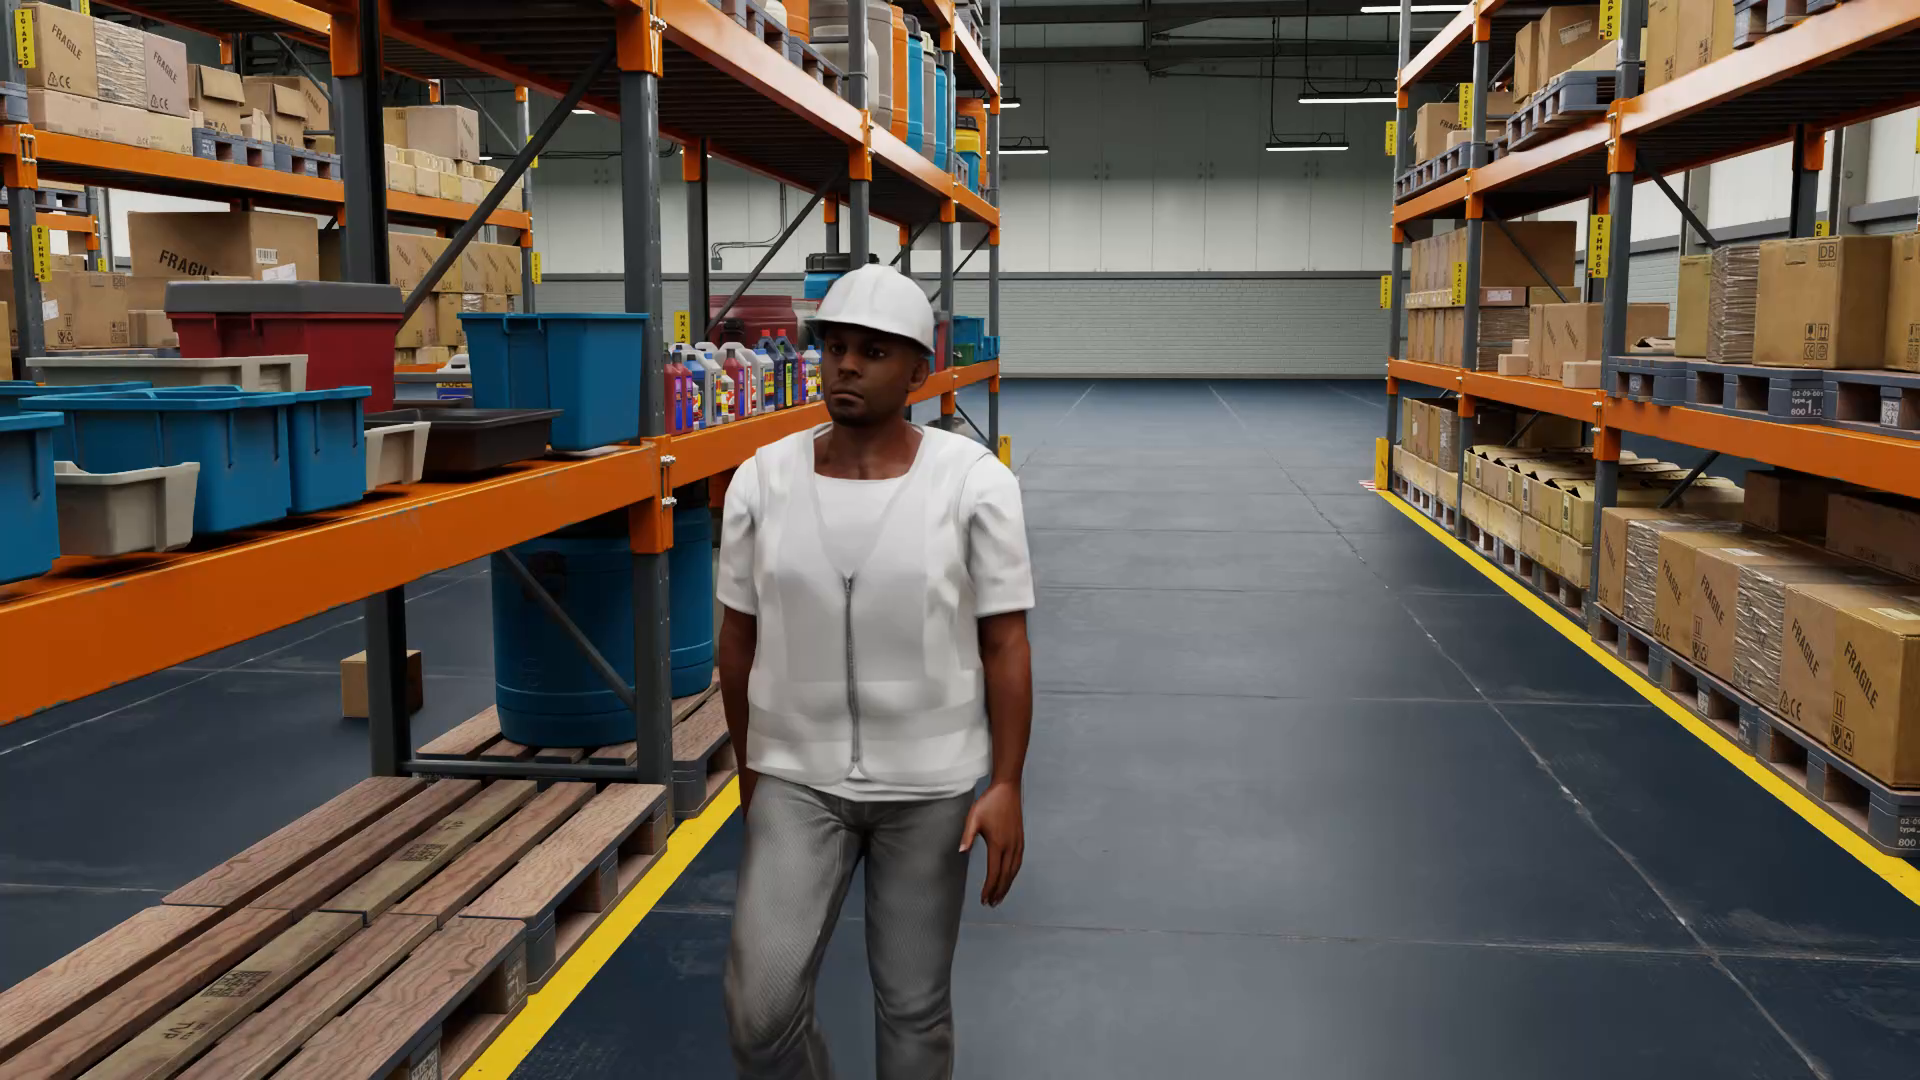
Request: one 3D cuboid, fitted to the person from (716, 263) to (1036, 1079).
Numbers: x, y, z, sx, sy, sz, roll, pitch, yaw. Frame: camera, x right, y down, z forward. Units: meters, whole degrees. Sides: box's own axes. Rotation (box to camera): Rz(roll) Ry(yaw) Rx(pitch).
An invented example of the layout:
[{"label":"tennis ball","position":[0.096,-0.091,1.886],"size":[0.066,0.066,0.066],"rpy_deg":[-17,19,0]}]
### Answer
[{"label":"person","position":[-0.158,0.444,2.833],"size":[0.566,1.812,0.481],"rpy_deg":[1,8,4]}]
